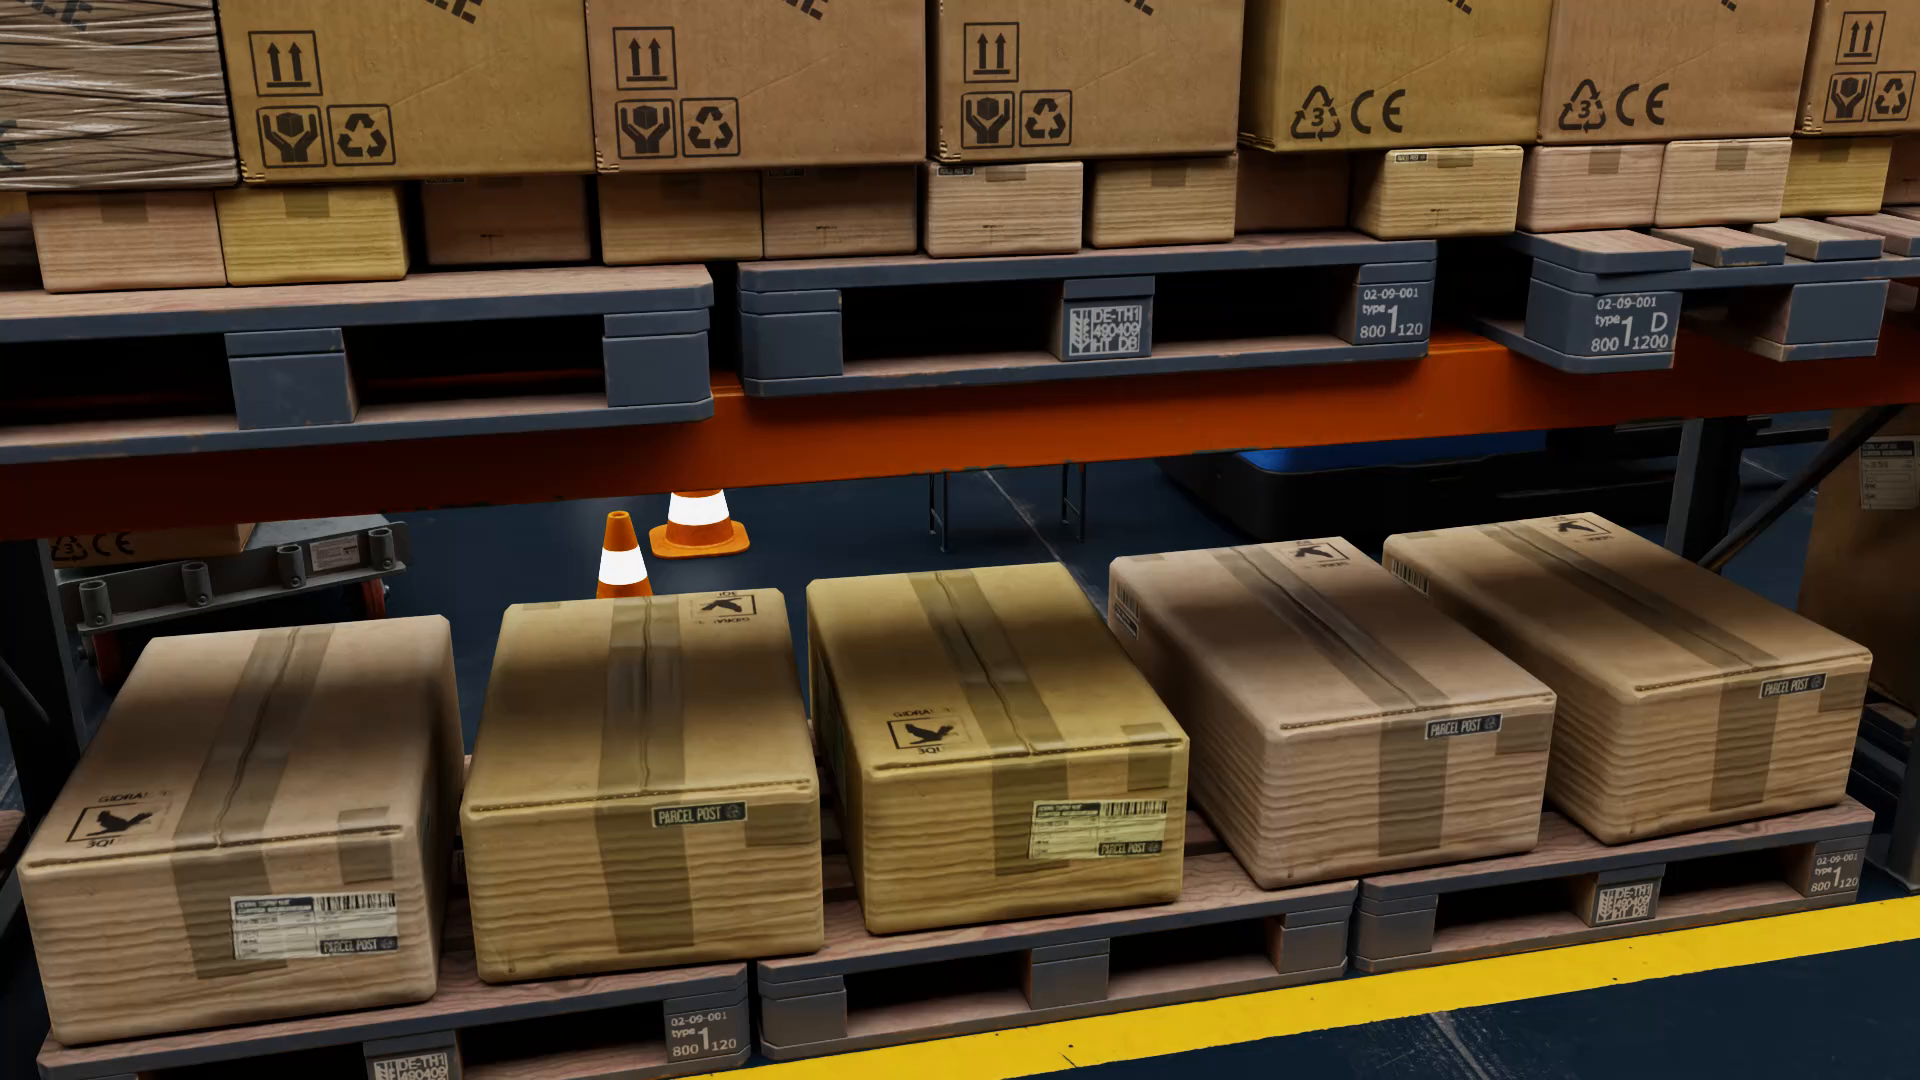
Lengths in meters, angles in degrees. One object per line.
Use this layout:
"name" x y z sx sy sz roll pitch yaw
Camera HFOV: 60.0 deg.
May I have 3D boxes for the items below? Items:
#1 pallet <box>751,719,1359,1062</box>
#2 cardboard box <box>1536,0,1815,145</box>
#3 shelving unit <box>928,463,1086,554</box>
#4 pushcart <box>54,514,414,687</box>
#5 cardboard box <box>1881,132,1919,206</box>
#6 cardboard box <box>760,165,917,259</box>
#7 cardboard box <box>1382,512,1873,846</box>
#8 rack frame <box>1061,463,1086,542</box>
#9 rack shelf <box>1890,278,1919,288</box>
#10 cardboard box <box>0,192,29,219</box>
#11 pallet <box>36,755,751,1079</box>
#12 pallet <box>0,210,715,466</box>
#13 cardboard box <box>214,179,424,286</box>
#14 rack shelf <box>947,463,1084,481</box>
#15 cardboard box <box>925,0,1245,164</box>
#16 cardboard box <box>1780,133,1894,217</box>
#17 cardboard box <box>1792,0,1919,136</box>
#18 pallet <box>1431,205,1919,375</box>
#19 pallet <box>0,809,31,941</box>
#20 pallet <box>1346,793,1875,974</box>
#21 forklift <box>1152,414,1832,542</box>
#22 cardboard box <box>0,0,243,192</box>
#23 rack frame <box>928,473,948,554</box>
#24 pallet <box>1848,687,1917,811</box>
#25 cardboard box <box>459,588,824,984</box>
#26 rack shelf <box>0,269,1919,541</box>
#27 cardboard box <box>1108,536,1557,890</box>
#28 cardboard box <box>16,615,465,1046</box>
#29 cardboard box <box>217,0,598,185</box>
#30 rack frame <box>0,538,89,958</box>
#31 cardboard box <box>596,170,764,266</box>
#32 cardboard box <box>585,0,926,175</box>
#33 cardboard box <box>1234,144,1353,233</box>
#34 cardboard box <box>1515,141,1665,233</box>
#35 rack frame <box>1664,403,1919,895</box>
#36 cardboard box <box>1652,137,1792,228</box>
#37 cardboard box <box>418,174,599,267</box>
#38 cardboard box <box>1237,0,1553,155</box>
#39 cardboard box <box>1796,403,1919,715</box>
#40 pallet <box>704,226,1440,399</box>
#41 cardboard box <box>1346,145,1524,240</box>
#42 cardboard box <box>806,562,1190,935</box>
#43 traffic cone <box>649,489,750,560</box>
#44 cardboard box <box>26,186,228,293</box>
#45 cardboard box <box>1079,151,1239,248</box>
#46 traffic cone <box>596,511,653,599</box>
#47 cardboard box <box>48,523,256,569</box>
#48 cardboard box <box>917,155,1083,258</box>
"pallet" 0.100 0.670 3.678 1.213 0.211 1.003 -5 21 -12
"cardboard box" 1.167 -1.006 3.012 0.500 0.500 0.500 -5 21 -13
"shelving unit" 0.161 -0.576 5.644 0.503 1.200 0.258 -5 21 -12
"pushcart" -2.420 -0.007 5.286 0.936 0.377 1.648 -13 24 -31
"cardboard box" 1.781 -0.770 3.312 0.250 0.149 0.380 -4 20 -10
"cardboard box" -0.232 -0.587 2.810 0.250 0.149 0.380 -4 21 -12
"cardboard box" 1.494 0.282 3.893 0.625 0.372 0.950 -6 21 -16
"rack frame" 0.399 -0.596 5.697 0.015 1.200 0.240 -5 21 -12
"rack shelf" 3.992 -0.616 4.182 4.000 0.370 1.077 -5 21 -12
"cardboard box" -3.712 -1.301 7.485 0.875 0.875 0.875 -4 21 -12
"pallet" -1.089 0.768 3.412 1.213 0.211 1.003 -5 21 -12
"pallet" -1.069 -0.401 2.828 1.213 0.211 1.003 -5 21 -12
"cardboard box" -0.991 -0.513 2.610 0.250 0.149 0.380 -4 21 -11
"rack shelf" 0.161 -0.327 5.735 0.480 0.148 0.258 -5 21 -12
"cardboard box" 0.145 -0.923 2.785 0.500 0.500 0.500 -6 21 -15
"cardboard box" 1.537 -0.725 3.188 0.250 0.149 0.380 -4 21 -12
"cardboard box" 1.668 -1.051 3.134 0.500 0.500 0.500 -5 21 -14
"pallet" 1.377 -0.614 3.408 1.003 0.211 1.213 -5 21 -12
"pallet" -2.492 0.895 3.065 1.213 0.211 1.003 -5 21 -12
"pallet" 1.285 0.575 3.939 1.213 0.211 1.003 -5 21 -12
"forklift" 2.321 -1.613 5.957 3.031 2.935 1.130 -6 21 -15
"cardboard box" -1.324 -0.804 2.461 0.500 0.500 0.500 -4 21 -11
"rack frame" -0.076 -0.557 5.591 0.015 1.200 0.240 -5 21 -12
"pallet" 2.831 0.476 4.208 1.213 0.211 1.003 -5 21 -12
"cardboard box" -0.638 0.457 3.416 0.625 0.372 0.950 -3 20 -9
"rack shelf" 0.100 -0.300 3.318 4.000 0.370 1.077 -5 21 -12
"cardboard box" 0.778 0.343 3.727 0.625 0.372 0.950 -5 21 -14
"cardboard box" -1.337 0.515 3.258 0.625 0.372 0.950 -4 21 -12
"cardboard box" -0.837 -0.844 2.570 0.500 0.500 0.500 -5 21 -12
"rack frame" -1.847 -0.479 2.762 0.127 3.000 1.000 -5 21 -12
"cardboard box" -0.473 -0.568 2.758 0.250 0.149 0.380 -4 21 -12
"cardboard box" -0.353 -0.879 2.664 0.500 0.500 0.500 -5 21 -13
"cardboard box" 0.517 -0.669 3.034 0.250 0.149 0.380 -4 21 -12
"cardboard box" 1.055 -0.673 3.045 0.250 0.149 0.380 -6 21 -15
"rack frame" 2.046 -0.796 3.627 0.127 3.000 1.000 -5 21 -12
"cardboard box" 1.302 -0.690 3.092 0.250 0.149 0.380 -5 21 -13
"cardboard box" -0.733 -0.561 2.741 0.250 0.149 0.380 -3 20 -9
"cardboard box" 0.676 -0.966 2.902 0.500 0.500 0.500 -6 21 -16
"cardboard box" 2.737 -0.022 3.993 0.875 0.875 0.875 -5 21 -13
"pallet" 0.129 -0.536 3.194 1.213 0.211 1.003 -5 21 -12
"cardboard box" 0.791 -0.646 2.973 0.250 0.149 0.380 -4 21 -12
"cardboard box" 0.038 0.401 3.568 0.625 0.372 0.950 -4 20 -11
"traffic cone" -0.910 -0.213 5.722 0.334 0.463 0.336 -5 21 -12
"cardboard box" -1.236 -0.497 2.564 0.250 0.149 0.380 -4 21 -12
"cardboard box" 0.292 -0.621 2.905 0.250 0.149 0.380 -5 21 -14
"traffic cone" -0.962 0.145 4.746 0.334 0.463 0.336 -5 21 -12
"cardboard box" -2.285 -0.255 4.682 0.500 0.500 0.500 -5 21 -12
"cardboard box" 0.039 -0.590 2.820 0.250 0.149 0.380 -4 20 -10
